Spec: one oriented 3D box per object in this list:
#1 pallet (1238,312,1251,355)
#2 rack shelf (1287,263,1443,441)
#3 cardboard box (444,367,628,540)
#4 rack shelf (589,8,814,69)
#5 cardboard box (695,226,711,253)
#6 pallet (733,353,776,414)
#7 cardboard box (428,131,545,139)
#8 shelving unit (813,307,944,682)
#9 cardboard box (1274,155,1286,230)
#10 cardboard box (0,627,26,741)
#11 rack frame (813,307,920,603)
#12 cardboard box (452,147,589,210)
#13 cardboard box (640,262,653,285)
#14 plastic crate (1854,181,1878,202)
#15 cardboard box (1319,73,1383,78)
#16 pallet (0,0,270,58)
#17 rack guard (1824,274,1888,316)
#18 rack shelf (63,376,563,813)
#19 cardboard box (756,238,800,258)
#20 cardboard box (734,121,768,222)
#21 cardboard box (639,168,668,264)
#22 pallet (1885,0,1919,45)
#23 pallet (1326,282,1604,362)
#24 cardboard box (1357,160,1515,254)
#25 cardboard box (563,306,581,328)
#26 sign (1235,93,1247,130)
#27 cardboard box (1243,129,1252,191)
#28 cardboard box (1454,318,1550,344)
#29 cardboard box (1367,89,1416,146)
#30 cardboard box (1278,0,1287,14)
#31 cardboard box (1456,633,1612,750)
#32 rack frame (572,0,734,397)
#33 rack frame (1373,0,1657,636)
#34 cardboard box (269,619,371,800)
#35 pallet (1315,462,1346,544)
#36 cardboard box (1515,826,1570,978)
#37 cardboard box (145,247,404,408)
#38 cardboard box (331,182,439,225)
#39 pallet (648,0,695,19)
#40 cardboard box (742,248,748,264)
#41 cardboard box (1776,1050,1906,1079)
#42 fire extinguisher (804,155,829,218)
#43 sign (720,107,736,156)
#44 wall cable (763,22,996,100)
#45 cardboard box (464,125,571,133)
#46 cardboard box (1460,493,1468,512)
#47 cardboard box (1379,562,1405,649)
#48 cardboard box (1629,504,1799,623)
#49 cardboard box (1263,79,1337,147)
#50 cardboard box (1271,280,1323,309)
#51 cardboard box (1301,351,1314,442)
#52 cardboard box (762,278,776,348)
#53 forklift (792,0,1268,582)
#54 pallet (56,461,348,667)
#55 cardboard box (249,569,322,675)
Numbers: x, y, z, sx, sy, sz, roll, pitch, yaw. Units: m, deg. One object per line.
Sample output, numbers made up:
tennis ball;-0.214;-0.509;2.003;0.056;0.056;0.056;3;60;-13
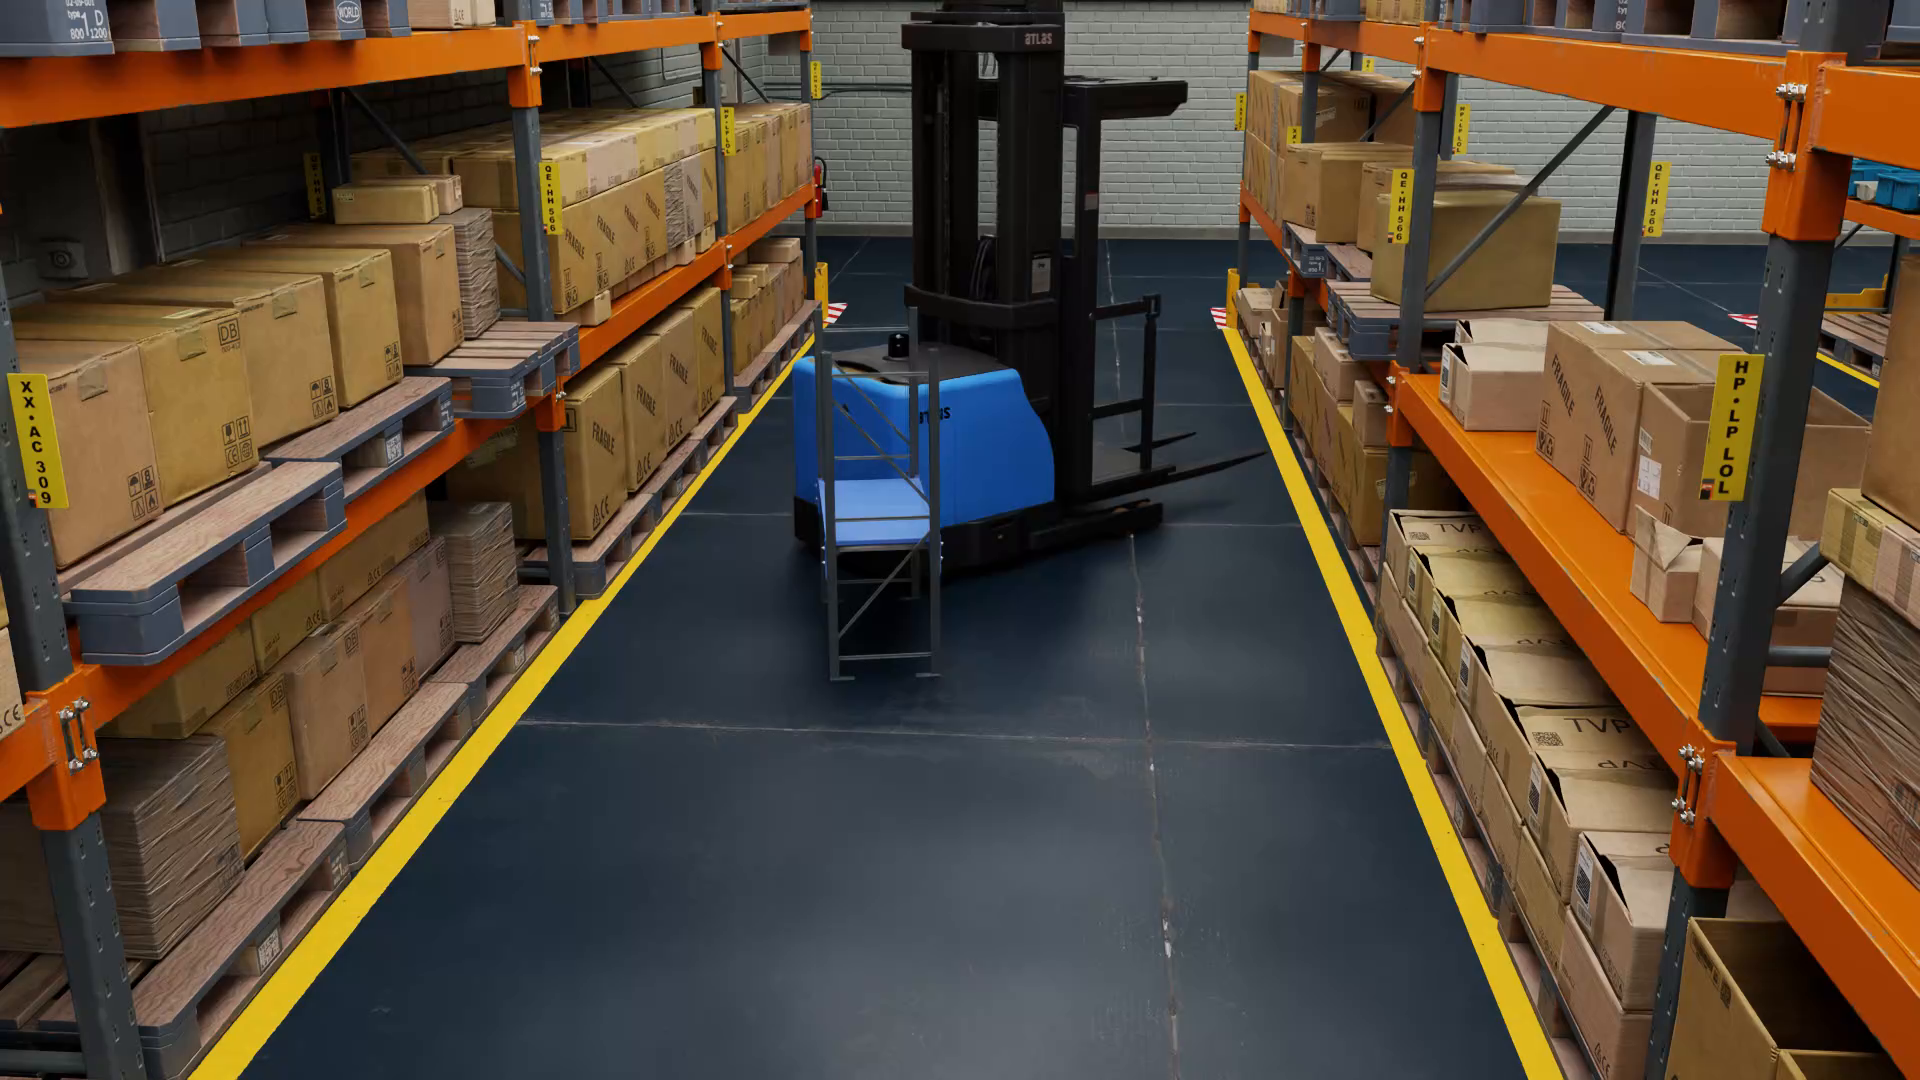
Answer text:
pallet;3.020;-1.851;14.734;1.003;0.211;1.213;1;18;4
rack shelf;2.652;-1.242;9.552;1.077;0.370;4.000;1;18;4
cardboard box;-2.249;-0.476;8.836;0.750;0.750;0.750;1;18;3
rack shelf;-2.003;-4.019;13.211;1.077;0.370;4.000;1;18;4
cardboard box;-1.882;-2.015;11.125;0.380;0.149;0.250;2;18;5
pallet;-2.014;-1.224;12.820;1.003;0.211;1.213;1;18;4
cardboard box;-2.578;-2.094;9.121;0.500;0.250;0.500;1;18;3
shelving unit;-0.397;-0.247;7.769;0.538;1.500;1.048;-2;18;-6
cardboard box;2.611;-2.574;12.300;0.500;0.500;0.500;2;18;5
cardboard box;-2.451;0.386;3.638;0.500;0.250;0.500;1;18;4
rack frame;-0.455;-0.404;8.248;0.500;1.500;0.032;-2;18;-6
cardboard box;-2.141;-1.771;8.137;0.500;0.250;0.500;2;18;5
cardboard box;-2.053;-1.618;9.914;0.380;0.149;0.250;2;18;6
plastic crate;7.522;-2.861;13.665;0.250;0.136;0.298;1;18;4
cardboard box;3.289;-3.669;14.037;0.500;0.500;0.500;2;18;5
pallet;-2.569;-1.356;4.227;1.213;0.211;1.003;1;18;4
rack guard;8.011;-2.156;15.199;1.175;0.500;0.348;1;18;4
rack shelf;-2.576;-0.109;6.095;1.077;0.370;4.000;1;18;4
cardboard box;-1.637;-2.613;14.880;0.380;0.149;0.250;1;18;3
cardboard box;-2.033;-2.852;12.828;0.980;0.700;0.700;1;18;3
cardboard box;-2.030;-1.894;9.717;0.500;0.500;0.500;2;18;5
pallet;2.186;-0.839;2.490;1.003;0.211;1.213;1;18;4
pallet;2.487;-1.084;8.222;1.213;0.211;1.003;1;18;4
cardboard box;2.730;-1.902;9.576;0.700;0.500;0.500;-3;18;-10
cardboard box;-2.151;-1.138;8.449;0.380;0.149;0.250;2;18;5
sign;2.541;-3.871;15.029;0.100;0.325;0.005;1;18;4
cardboard box;2.787;-3.363;14.709;0.500;0.500;0.500;2;18;5
cardboard box;2.439;-0.809;7.217;0.500;0.311;0.500;2;18;7
cardboard box;3.110;-2.868;11.592;0.500;0.500;0.500;2;18;5
cardboard box;2.638;-4.027;12.319;0.500;0.250;0.500;1;18;4
cardboard box;2.074;0.515;5.875;0.500;0.311;0.500;1;18;3
rack frame;-2.146;-2.315;11.670;1.000;3.000;0.127;1;18;4
rack frame;2.508;-0.963;7.545;1.000;3.000;0.127;1;18;4
cardboard box;-2.620;0.601;6.081;0.700;0.500;0.500;1;18;5
pallet;2.690;-0.247;9.837;1.003;0.211;1.213;1;18;4
cardboard box;2.000;1.094;5.008;0.500;0.250;0.500;1;18;3
cardboard box;-2.524;-0.795;6.166;0.700;0.500;0.500;1;18;4
cardboard box;-2.436;-1.429;7.059;0.380;0.149;0.250;-2;18;-5
pallet;-2.163;-3.363;10.360;0.805;0.209;1.217;1;18;2
cardboard box;-2.054;-2.466;14.429;0.380;0.149;0.250;1;18;4
cardboard box;1.848;1.323;3.107;0.500;0.500;0.500;1;18;4
fire extinguisher;-1.388;-3.380;15.643;0.296;0.674;0.183;1;18;4
sign;-1.604;-2.818;11.474;0.100;0.325;0.005;1;18;4
wall cable;-1.097;-6.681;20.347;3.097;2.526;0.112;1;18;4
cardboard box;-2.542;-2.252;9.604;0.500;0.250;0.500;1;18;3
cardboard box;2.858;-0.282;8.774;0.500;0.500;0.500;1;18;2
cardboard box;2.178;0.300;7.431;0.500;0.250;0.500;1;18;4
cardboard box;2.101;0.066;4.620;0.396;0.266;0.258;1;18;3
cardboard box;2.681;-3.363;13.102;0.500;0.500;0.500;1;18;3
cardboard box;2.925;-1.812;13.437;0.797;0.503;0.637;1;18;4
cardboard box;2.490;-0.916;10.708;0.500;0.500;0.500;2;18;5
cardboard box;-1.912;-1.872;13.658;0.700;0.500;0.500;2;18;5
forklift;0.545;-1.524;9.367;3.031;2.935;1.130;-14;23;-37
pallet;-2.520;0.027;4.832;1.003;0.211;1.213;1;18;4
cardboard box;-2.622;0.265;5.901;0.500;0.250;0.500;1;18;2
